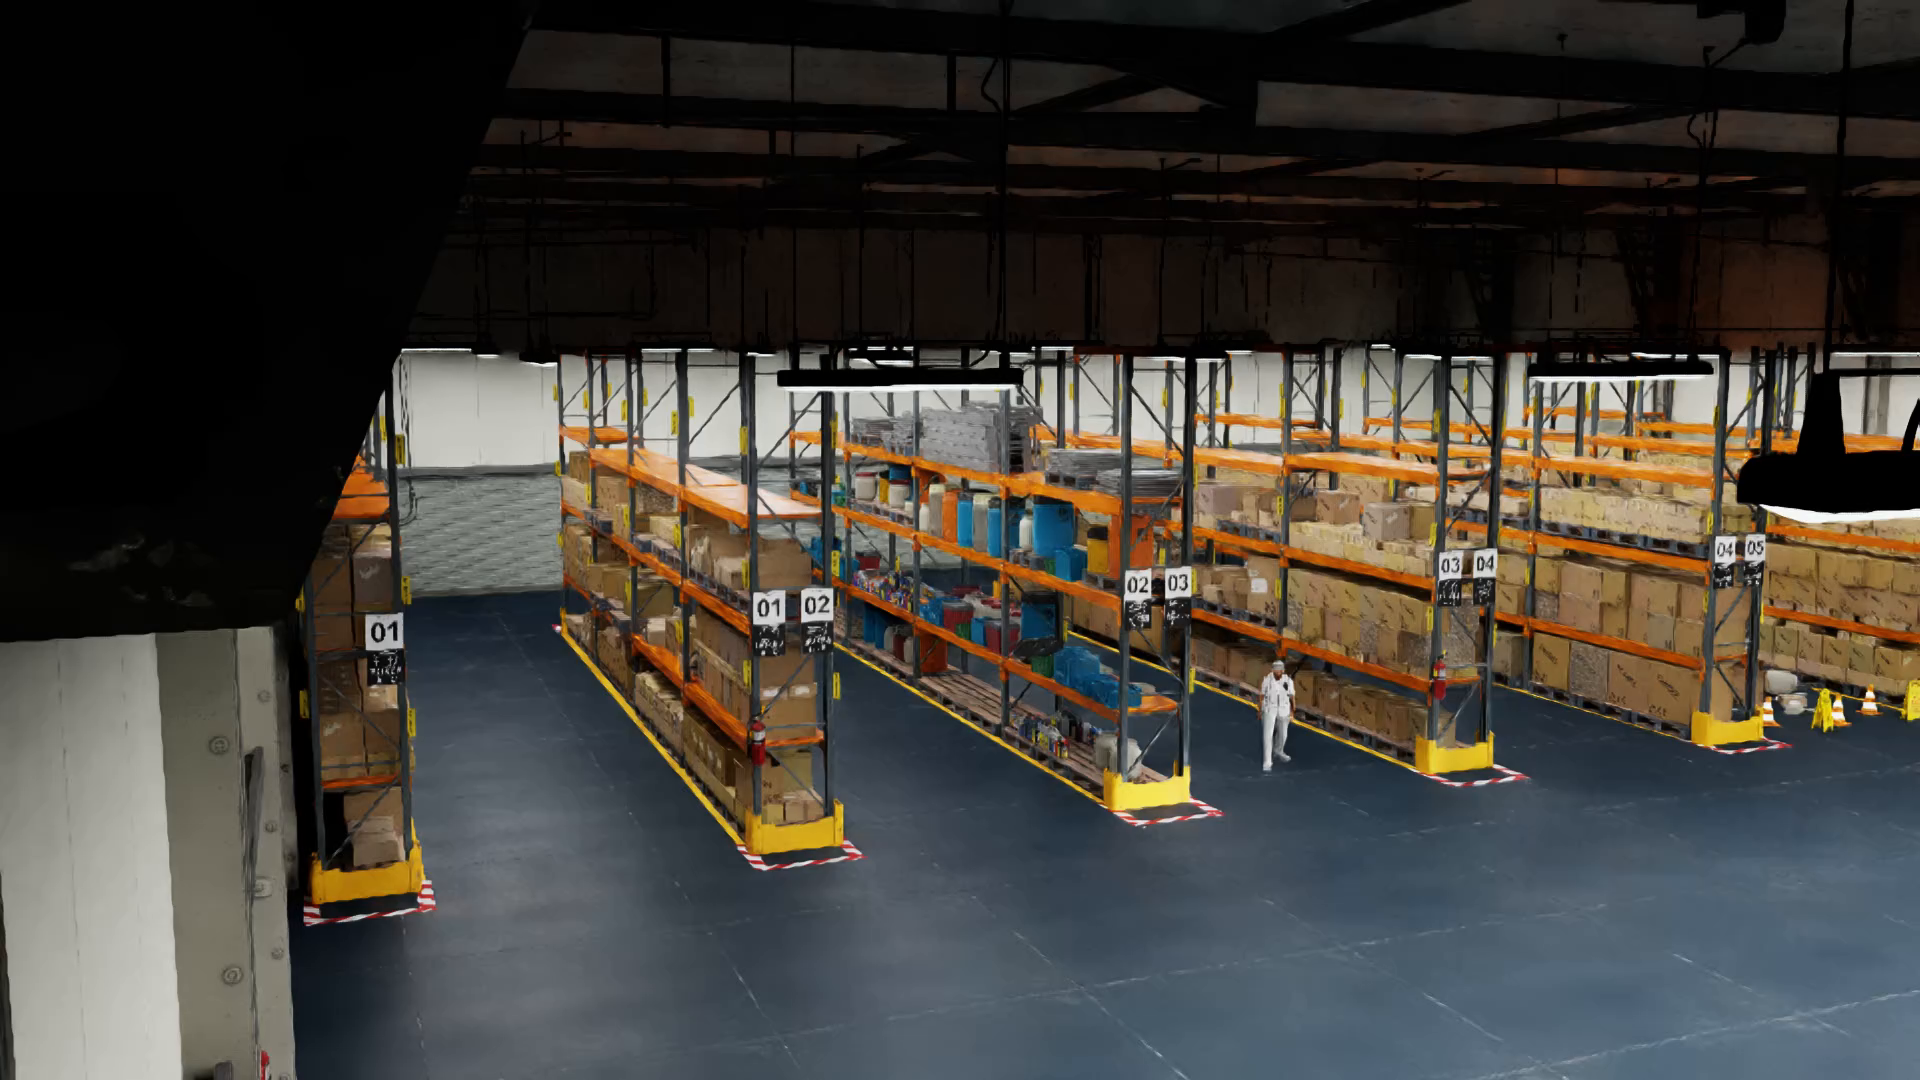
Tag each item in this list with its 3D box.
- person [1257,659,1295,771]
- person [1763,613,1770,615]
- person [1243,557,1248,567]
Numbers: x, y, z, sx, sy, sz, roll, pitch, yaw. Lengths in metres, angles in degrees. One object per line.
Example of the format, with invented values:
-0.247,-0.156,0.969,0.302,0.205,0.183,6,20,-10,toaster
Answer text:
4.583,2.491,24.047,0.527,1.605,0.946,0,7,1,person
16.803,1.057,34.552,0.576,1.764,0.664,1,7,5,person
7.720,-0.182,44.455,0.572,1.759,0.563,2,8,15,person
